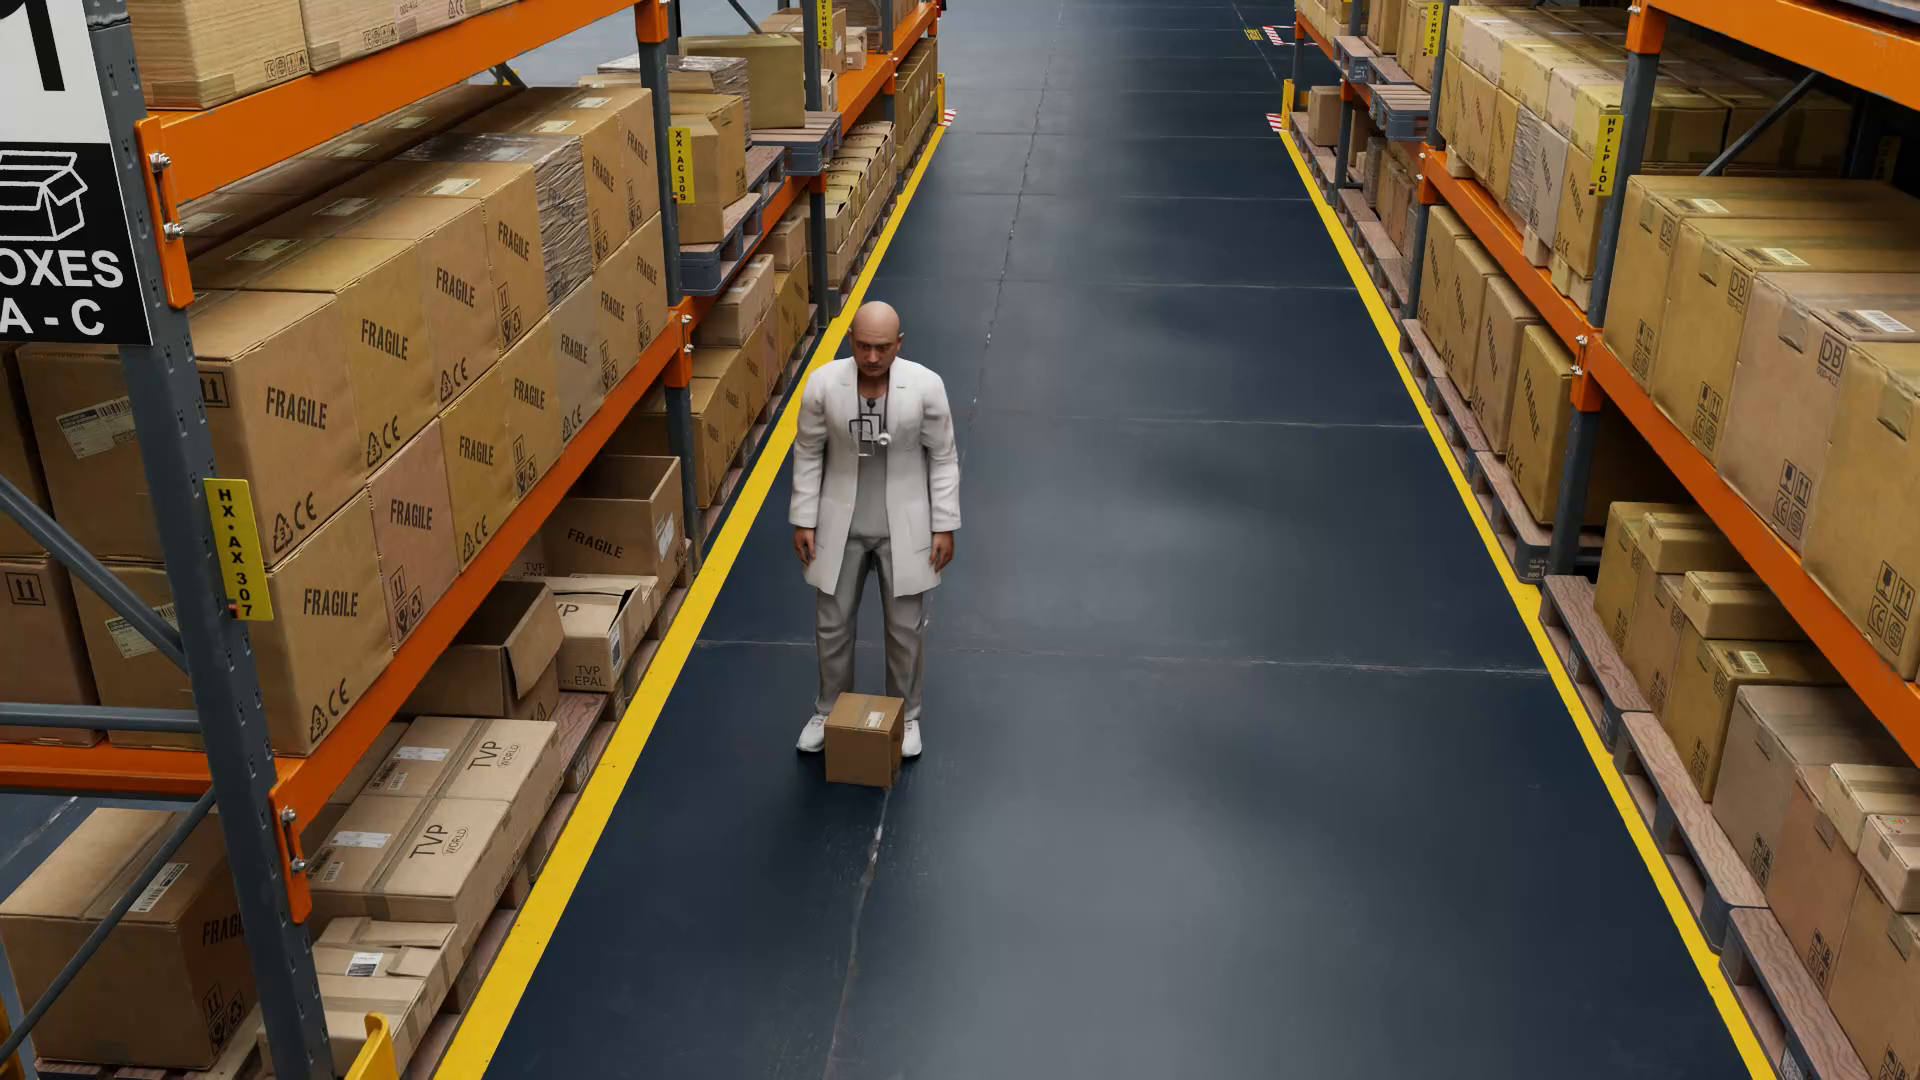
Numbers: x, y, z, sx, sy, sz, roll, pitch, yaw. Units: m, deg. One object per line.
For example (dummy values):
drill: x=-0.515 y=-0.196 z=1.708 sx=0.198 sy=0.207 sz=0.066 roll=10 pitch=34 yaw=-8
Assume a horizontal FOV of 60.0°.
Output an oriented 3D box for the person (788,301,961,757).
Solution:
person: x=-0.318 y=-0.041 z=6.214 sx=0.648 sy=1.772 sz=0.429 roll=2 pitch=24 yaw=4
